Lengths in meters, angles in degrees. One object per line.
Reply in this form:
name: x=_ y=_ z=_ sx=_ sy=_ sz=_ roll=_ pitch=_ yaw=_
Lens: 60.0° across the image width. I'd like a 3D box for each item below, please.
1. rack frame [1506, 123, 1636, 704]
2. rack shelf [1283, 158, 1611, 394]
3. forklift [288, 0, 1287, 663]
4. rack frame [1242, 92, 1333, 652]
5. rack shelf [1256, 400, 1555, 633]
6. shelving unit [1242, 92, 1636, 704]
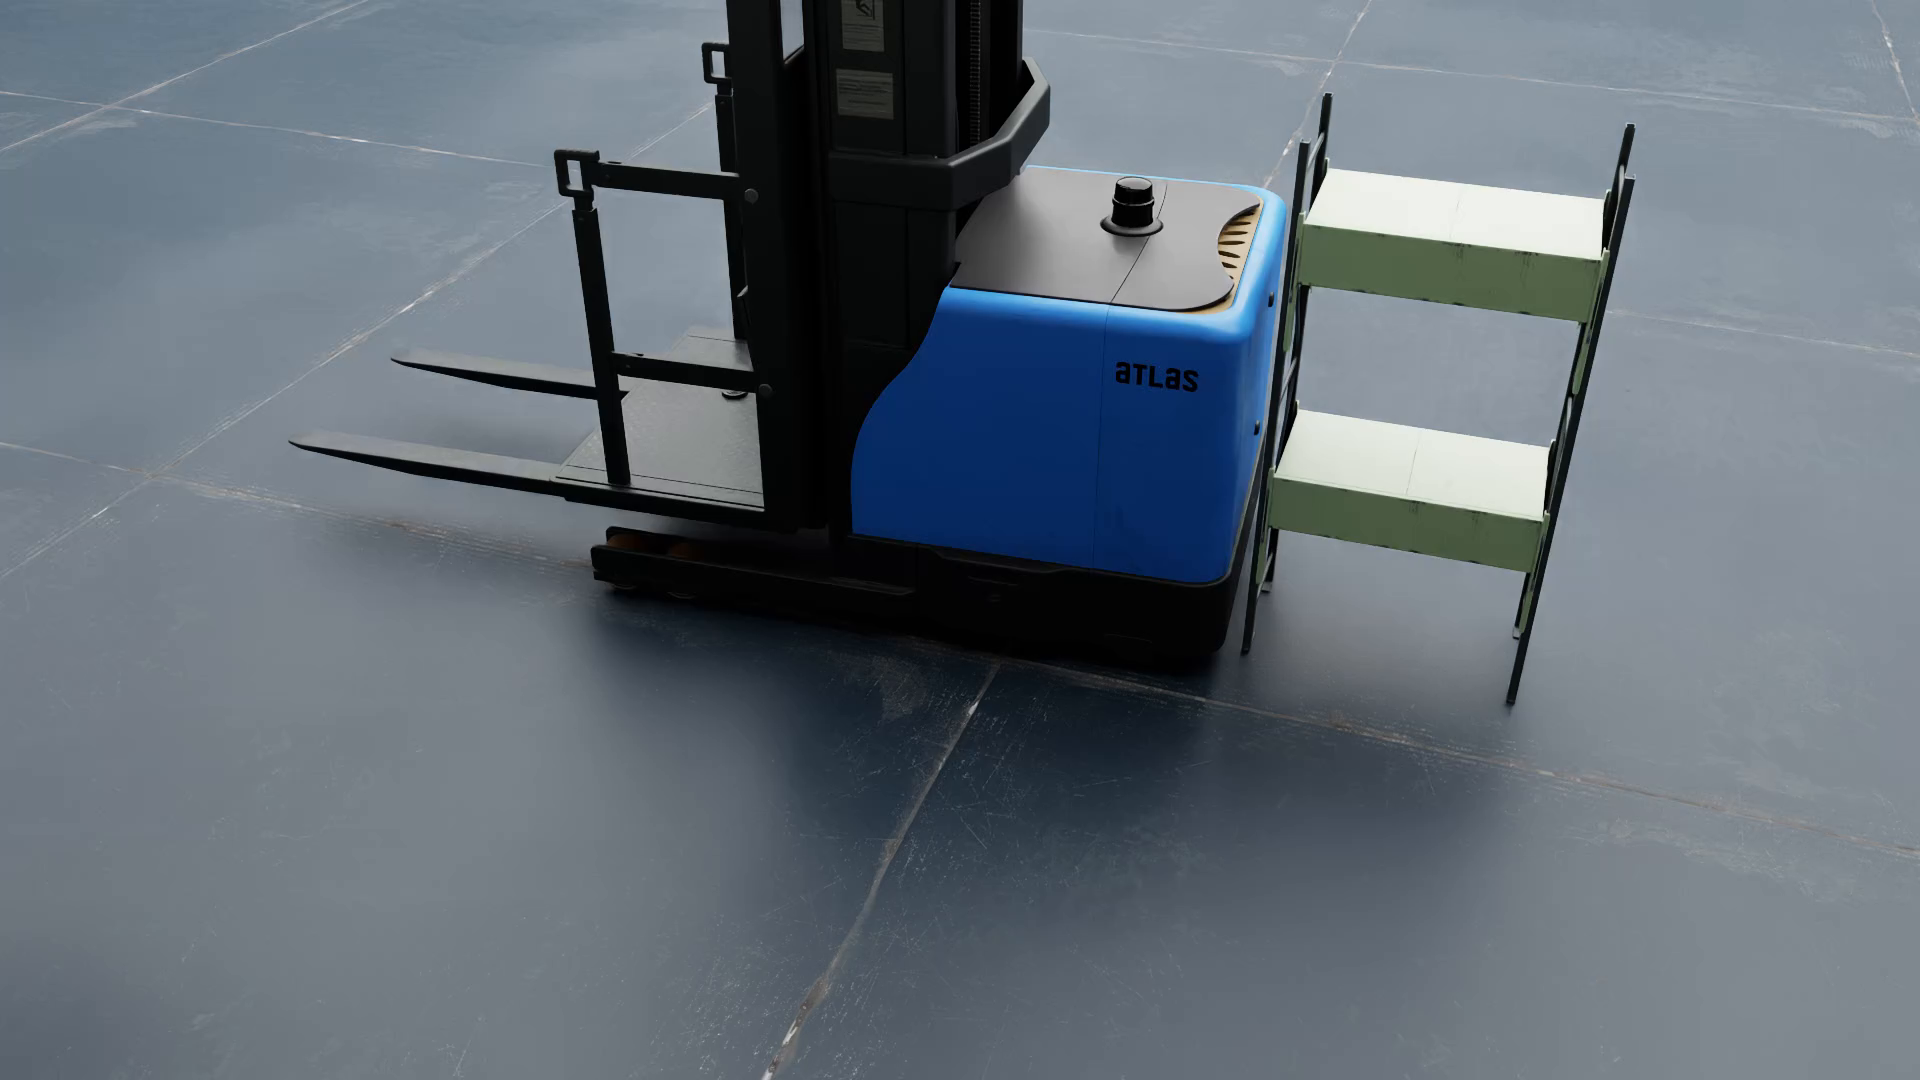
rack frame: x=1.574 y=-0.286 z=4.310 sx=0.023 sy=1.500 sz=0.400 roll=11 pitch=34 yaw=16
rack shelf: x=1.228 y=-0.678 z=4.198 sx=0.720 sy=0.370 sz=0.431 roll=11 pitch=34 yaw=16
forklift: x=-0.608 y=-1.321 z=4.594 sx=3.031 sy=2.935 sz=1.130 roll=8 pitch=34 yaw=13
rack frame: x=0.882 y=-0.415 z=4.510 sx=0.023 sy=1.500 sz=0.400 roll=11 pitch=34 yaw=16
rack shelf: x=1.228 y=-0.076 z=4.587 sx=0.720 sy=0.370 sz=0.431 roll=11 pitch=34 yaw=16
shelving unit: x=1.228 y=-0.350 z=4.410 sx=0.755 sy=1.500 sz=0.431 roll=11 pitch=34 yaw=16
